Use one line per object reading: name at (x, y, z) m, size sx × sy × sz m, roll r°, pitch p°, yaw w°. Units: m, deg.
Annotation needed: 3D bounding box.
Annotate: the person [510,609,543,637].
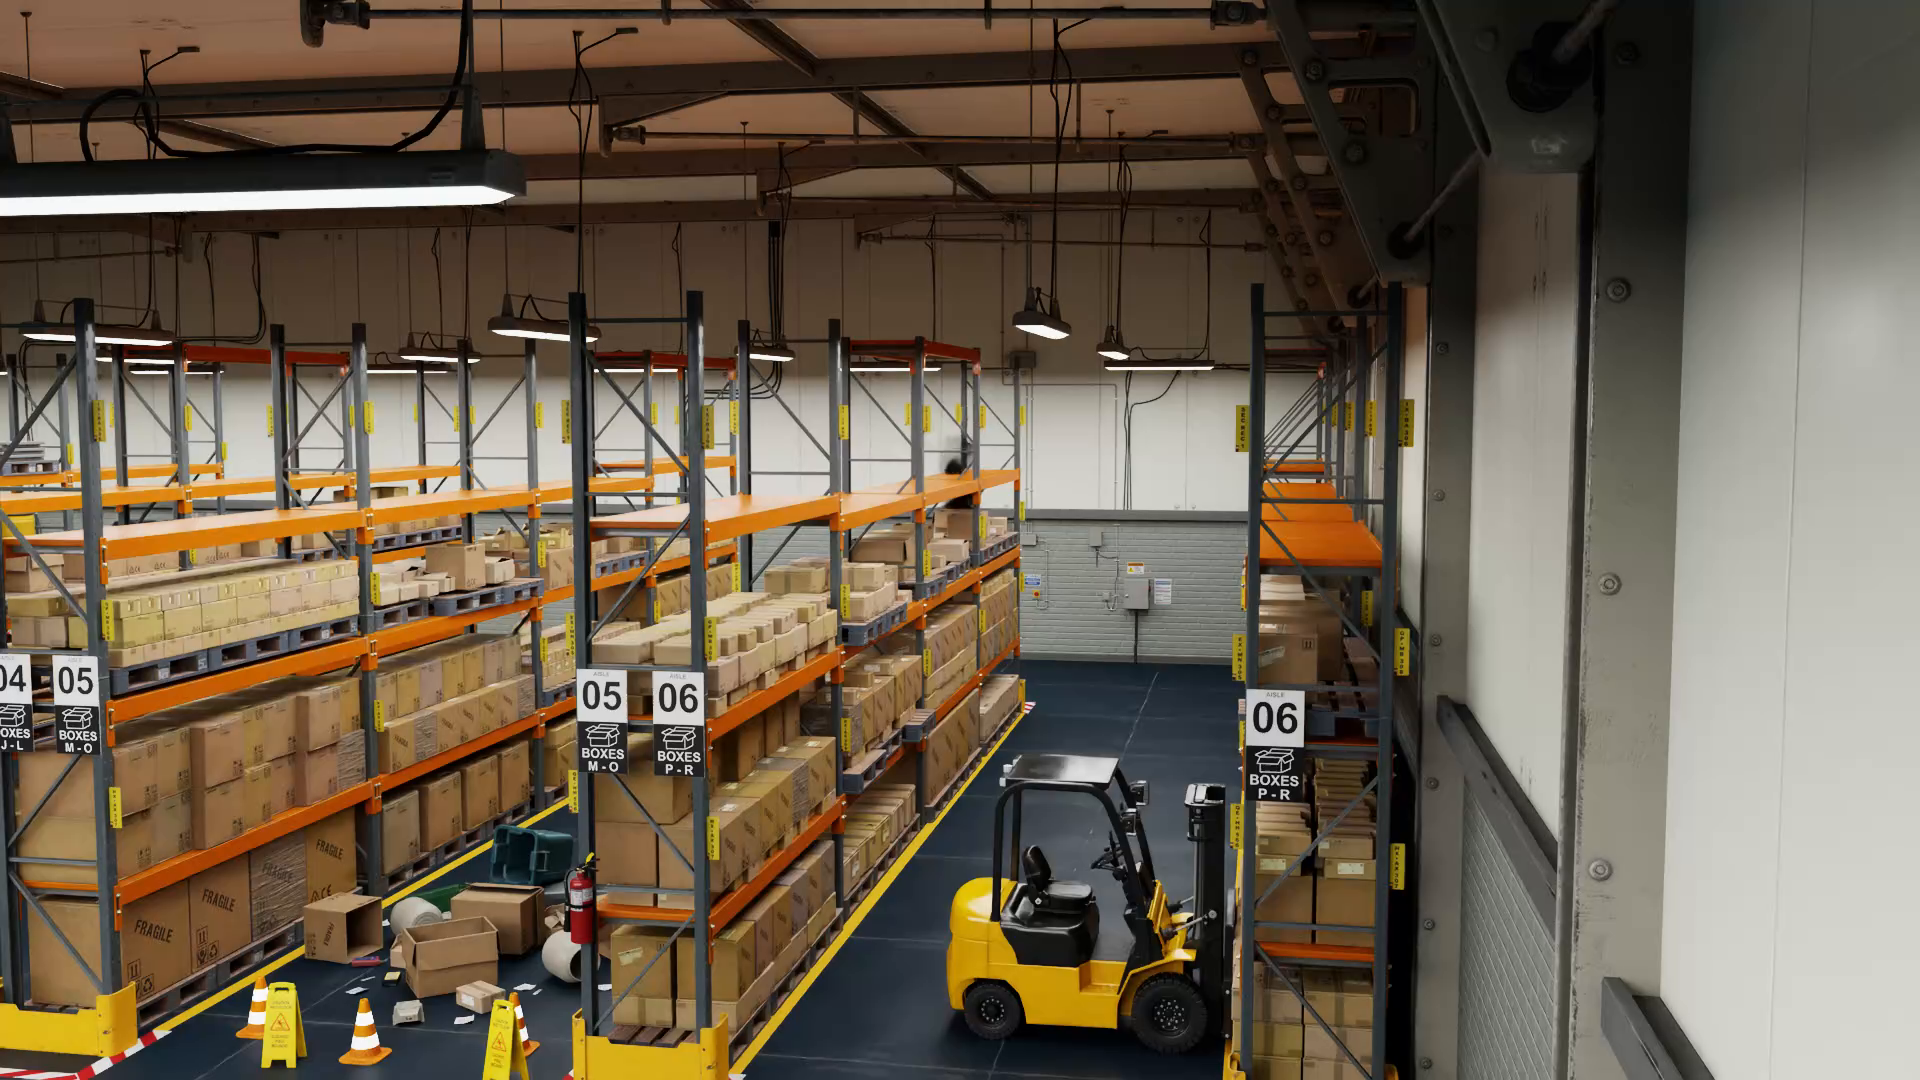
person at (-7.637, 2.005, 29.340) m, size 0.629 × 1.640 × 0.824 m, roll -1°, pitch 5°, yaw -9°
